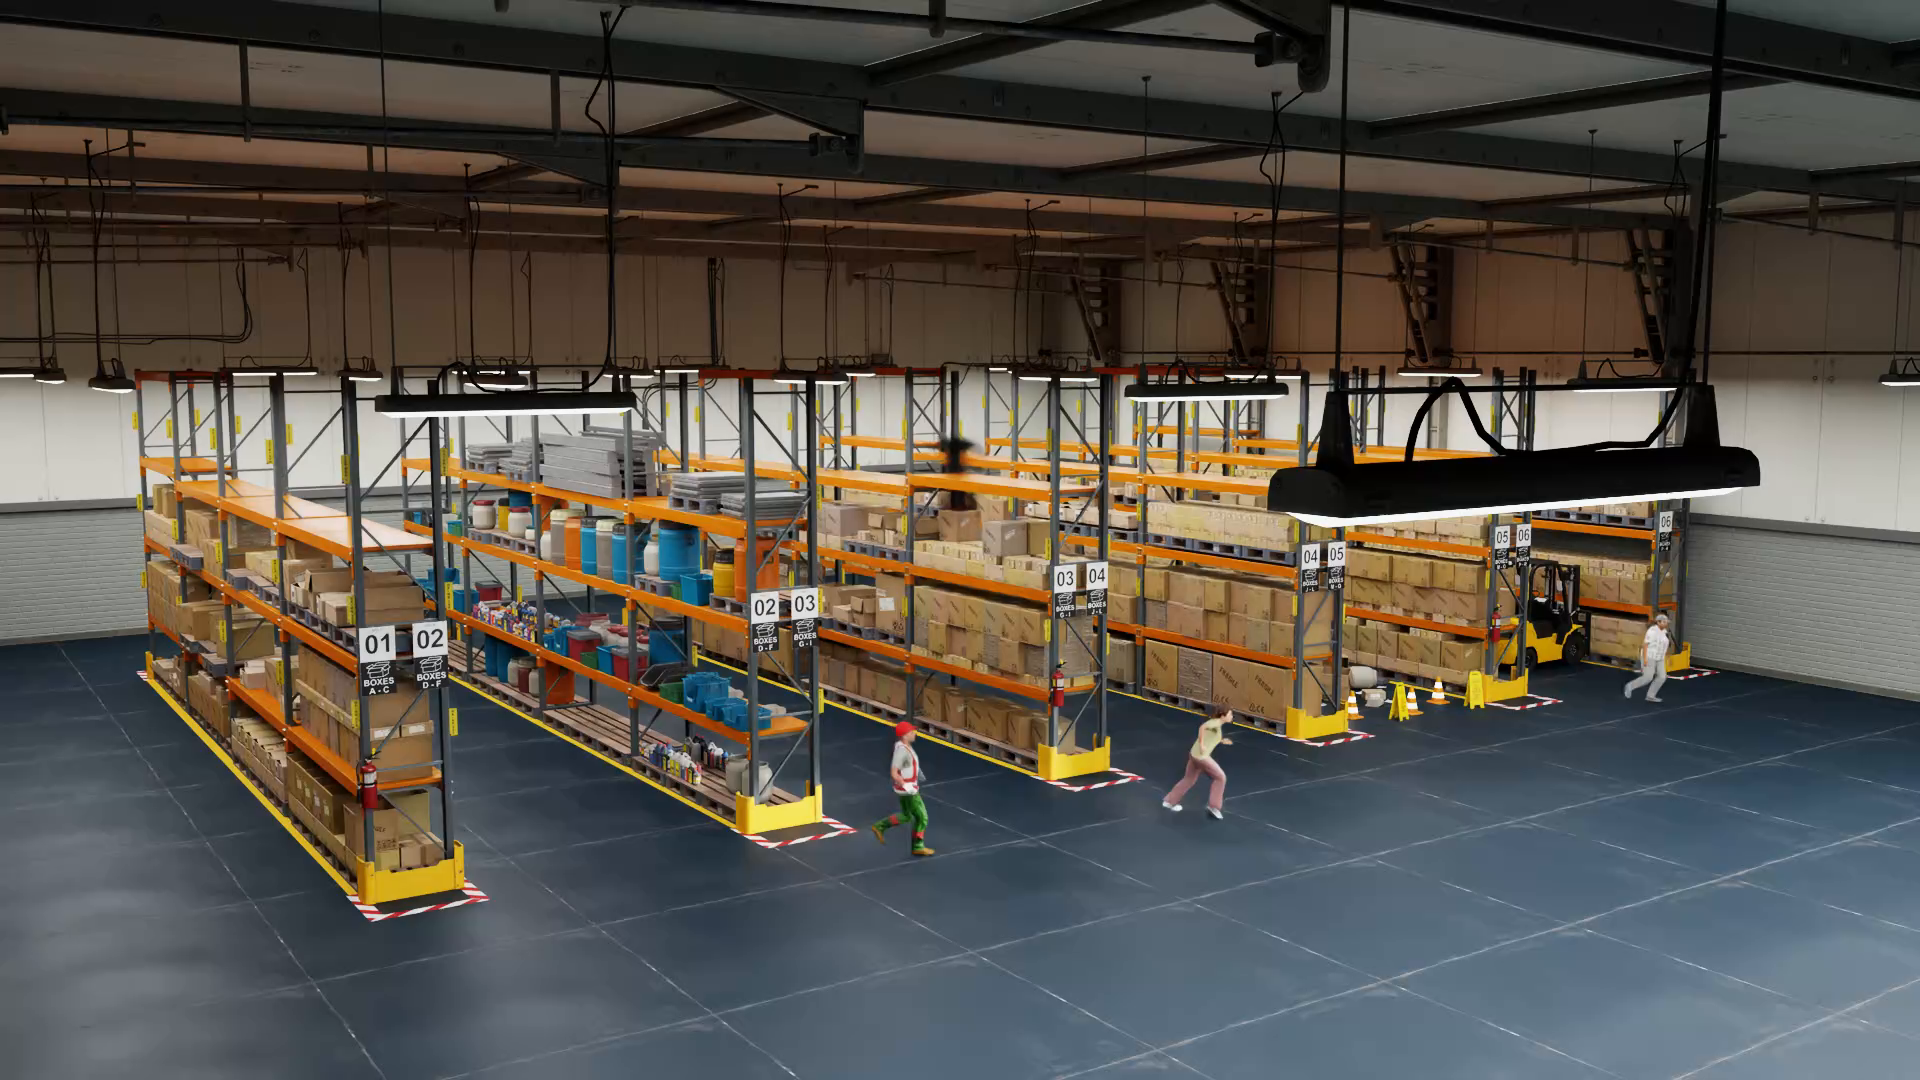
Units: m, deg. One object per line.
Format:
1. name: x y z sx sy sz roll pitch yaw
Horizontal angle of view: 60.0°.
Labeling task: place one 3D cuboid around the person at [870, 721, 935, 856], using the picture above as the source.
1. person: -0.722 3.121 20.783 0.817 1.742 0.654 0 6 -2

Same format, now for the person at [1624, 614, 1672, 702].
1. person: 12.501 2.134 30.170 0.698 1.602 0.672 -4 8 -34

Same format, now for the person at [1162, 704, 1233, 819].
1. person: 3.231 3.026 22.624 0.946 1.618 0.618 1 6 5
